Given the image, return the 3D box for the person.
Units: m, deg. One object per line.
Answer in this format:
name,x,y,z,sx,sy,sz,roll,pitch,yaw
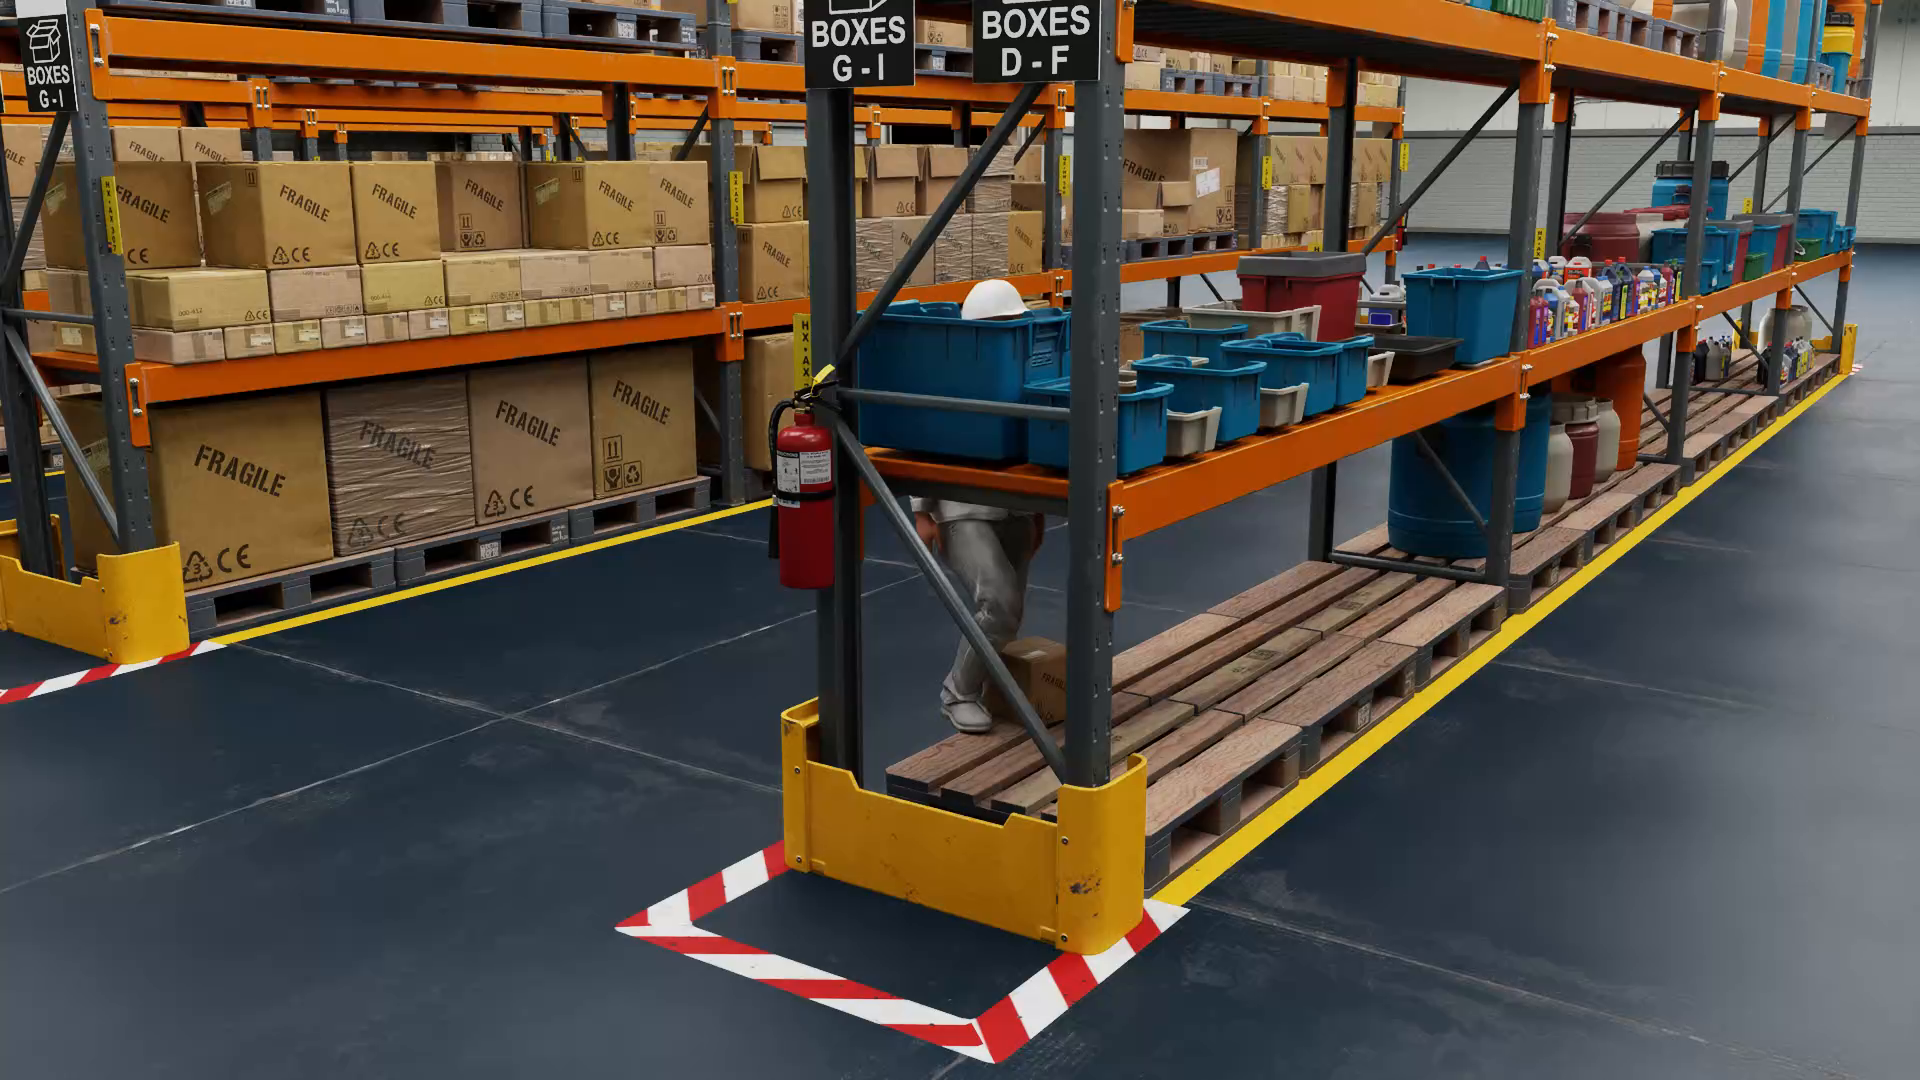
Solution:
person,0.139,-0.054,6.111,0.635,1.775,0.613,-10,16,-38
